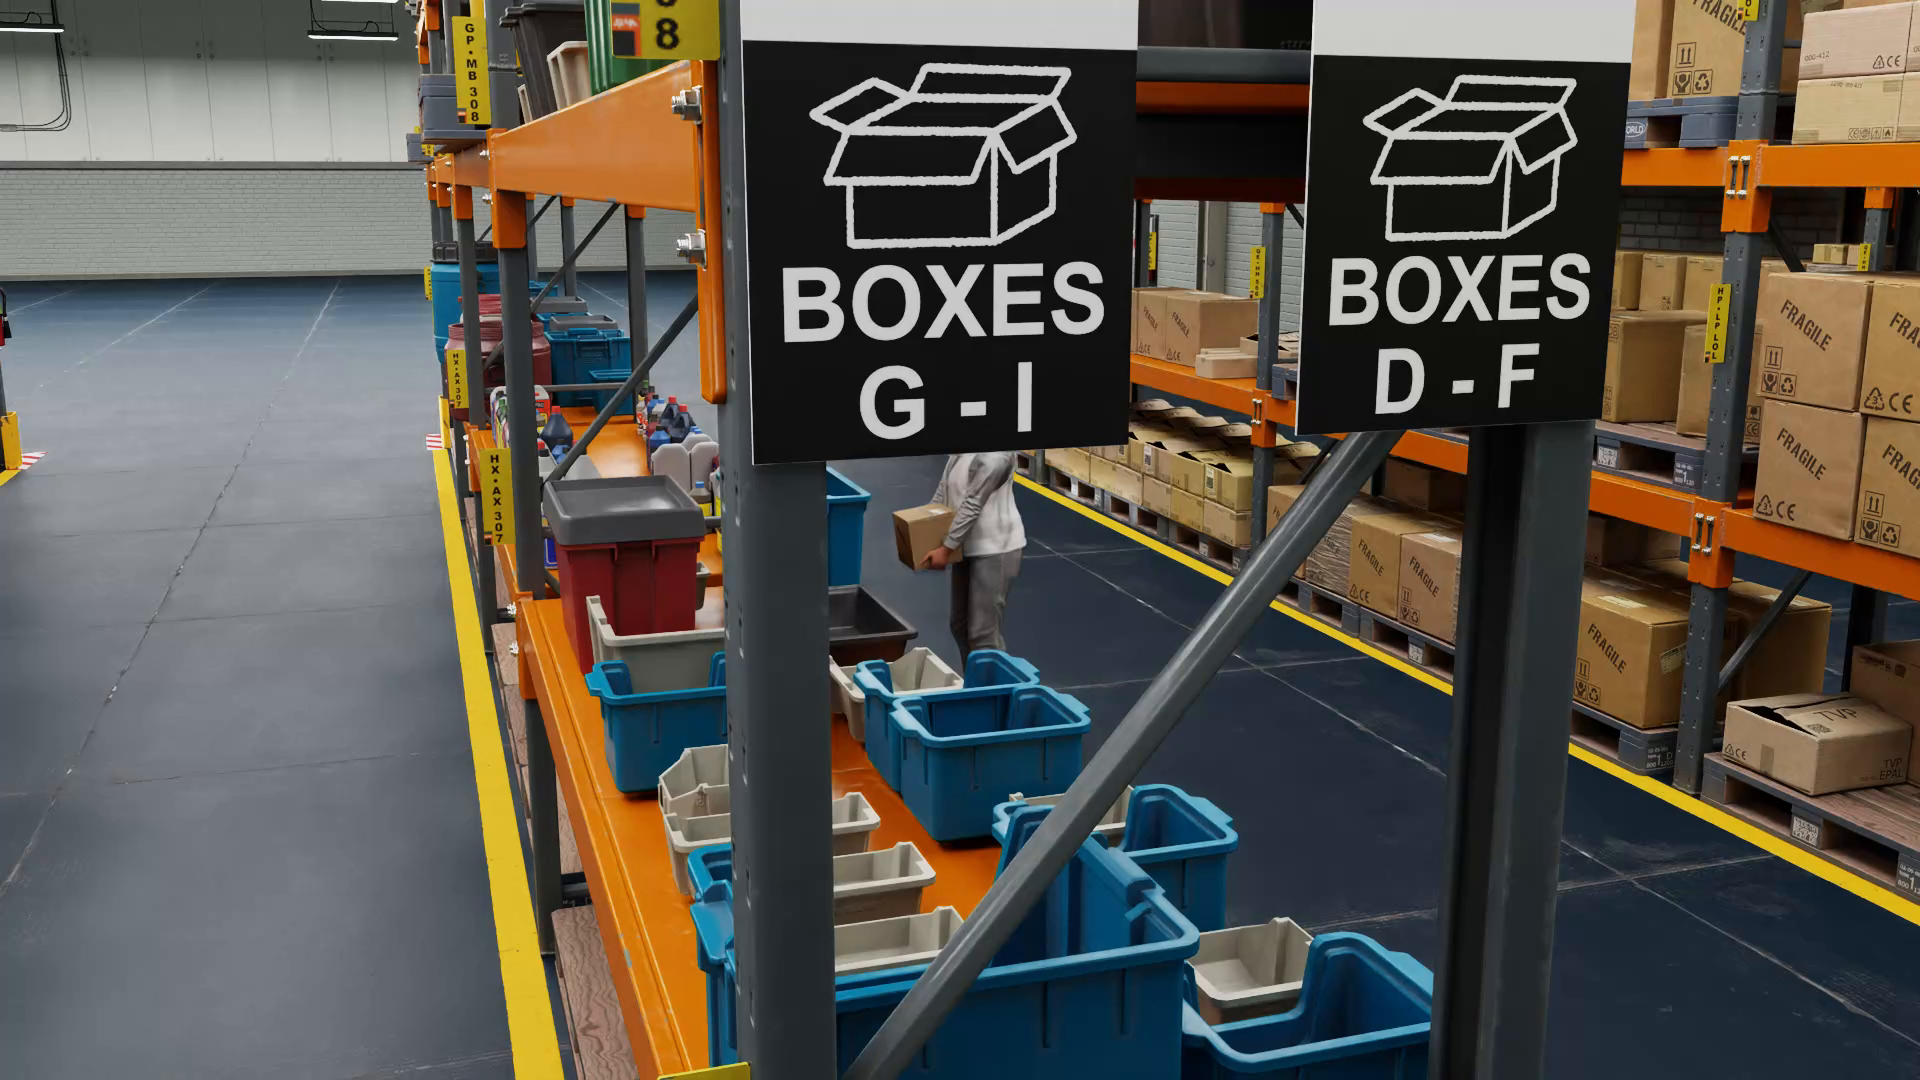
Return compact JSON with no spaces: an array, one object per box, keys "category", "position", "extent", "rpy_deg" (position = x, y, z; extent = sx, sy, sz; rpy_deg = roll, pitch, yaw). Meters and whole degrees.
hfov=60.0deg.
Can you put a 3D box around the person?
[{"category":"person","position":[0.032,0.056,8.169],"extent":[0.563,1.770,0.493],"rpy_deg":[-4,13,-19]}]
